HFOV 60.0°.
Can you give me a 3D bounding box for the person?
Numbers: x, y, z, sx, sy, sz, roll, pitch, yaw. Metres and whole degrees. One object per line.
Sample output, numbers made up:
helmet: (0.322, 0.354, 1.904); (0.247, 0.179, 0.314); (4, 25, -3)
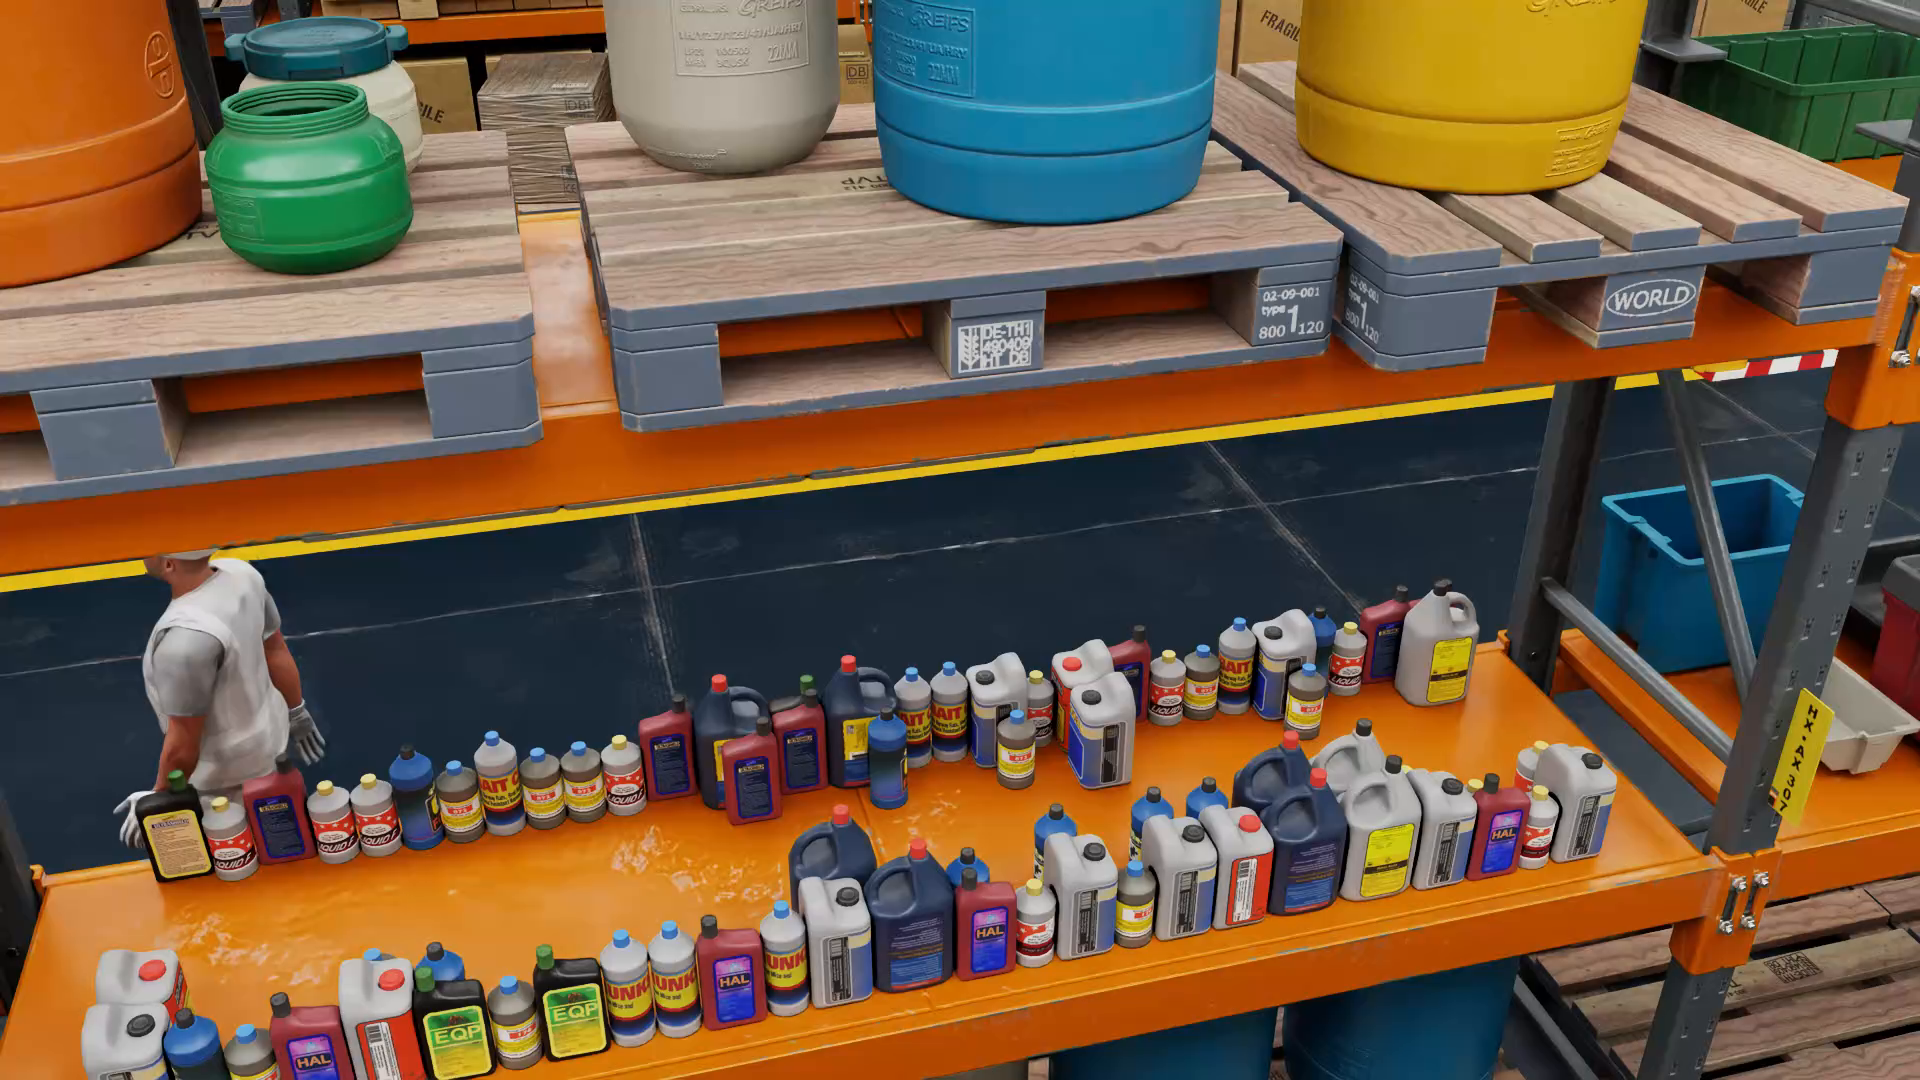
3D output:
person: (-2.146, 0.648, 4.970); (1.010, 1.750, 0.567); (-4, 30, -6)
